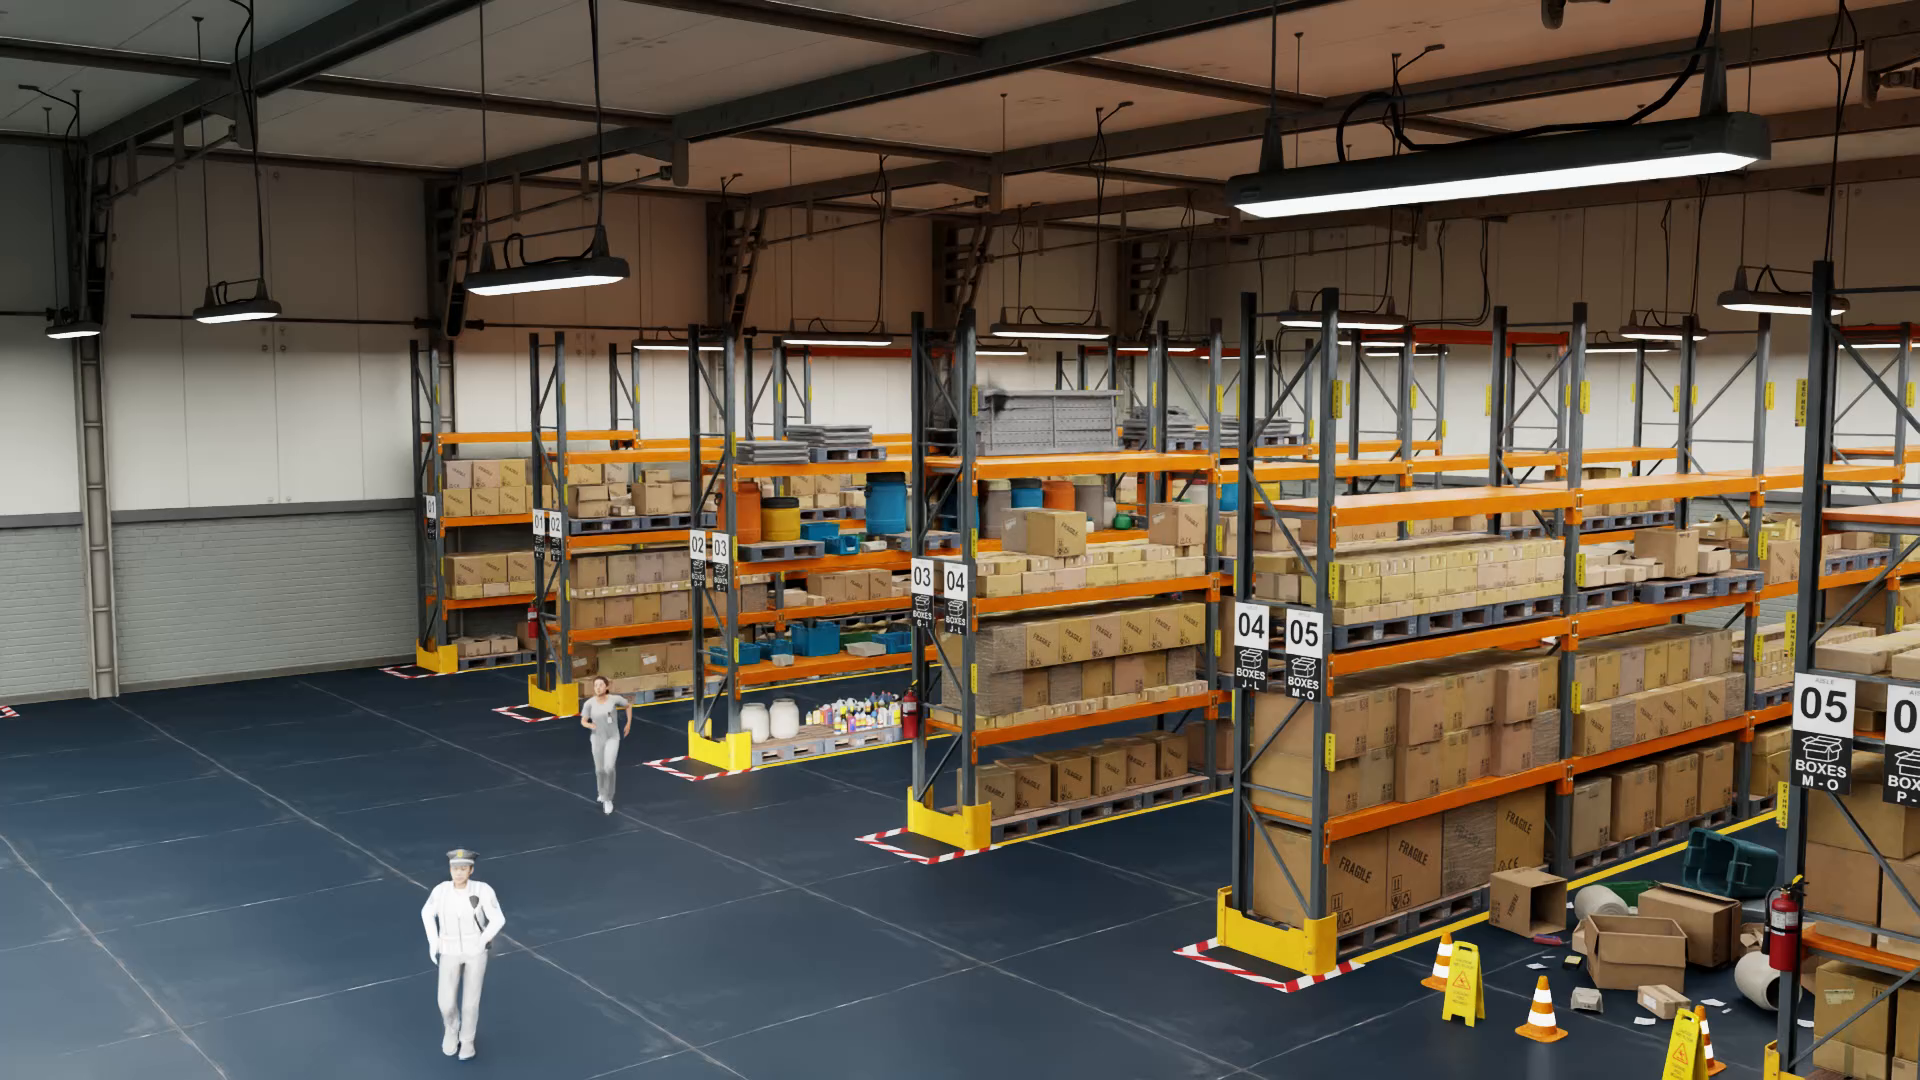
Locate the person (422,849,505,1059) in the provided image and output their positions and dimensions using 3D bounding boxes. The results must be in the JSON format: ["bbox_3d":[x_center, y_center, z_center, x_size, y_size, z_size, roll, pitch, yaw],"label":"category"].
[{"bbox_3d":[-3.787,3.165,12.675,0.623,1.655,0.567,-1,5,-12],"label":"person"}]

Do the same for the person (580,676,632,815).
[{"bbox_3d":[-4.293,2.465,20.198,0.571,1.672,0.852,0,5,0],"label":"person"}]

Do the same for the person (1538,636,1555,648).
[{"bbox_3d":[7.983,2.194,22.605,0.639,1.845,0.783,5,7,44],"label":"person"}]
